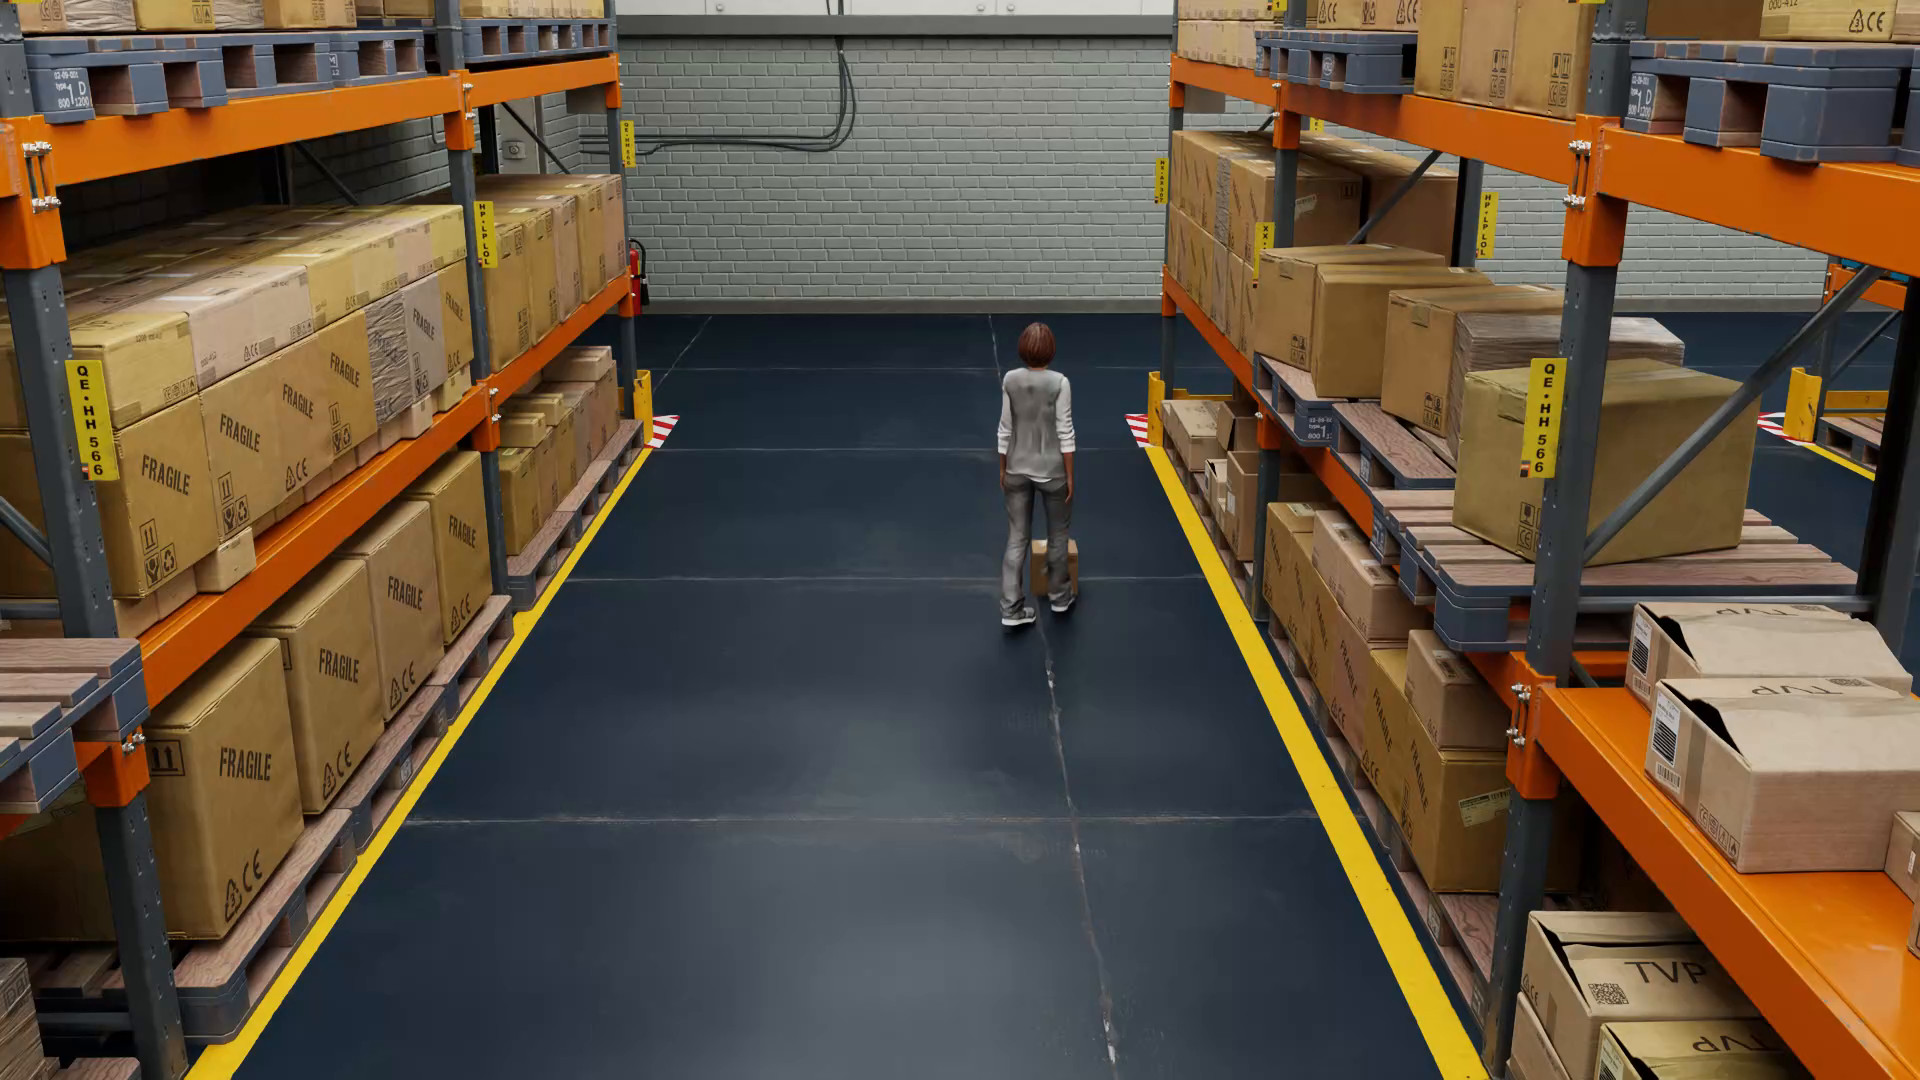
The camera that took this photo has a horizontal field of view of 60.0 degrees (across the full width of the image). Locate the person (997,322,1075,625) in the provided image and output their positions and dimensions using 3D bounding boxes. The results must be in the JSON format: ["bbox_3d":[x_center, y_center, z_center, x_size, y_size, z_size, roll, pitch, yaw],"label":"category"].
[{"bbox_3d":[0.414,-0.356,8.681,0.420,1.591,0.644,6,18,18],"label":"person"}]
